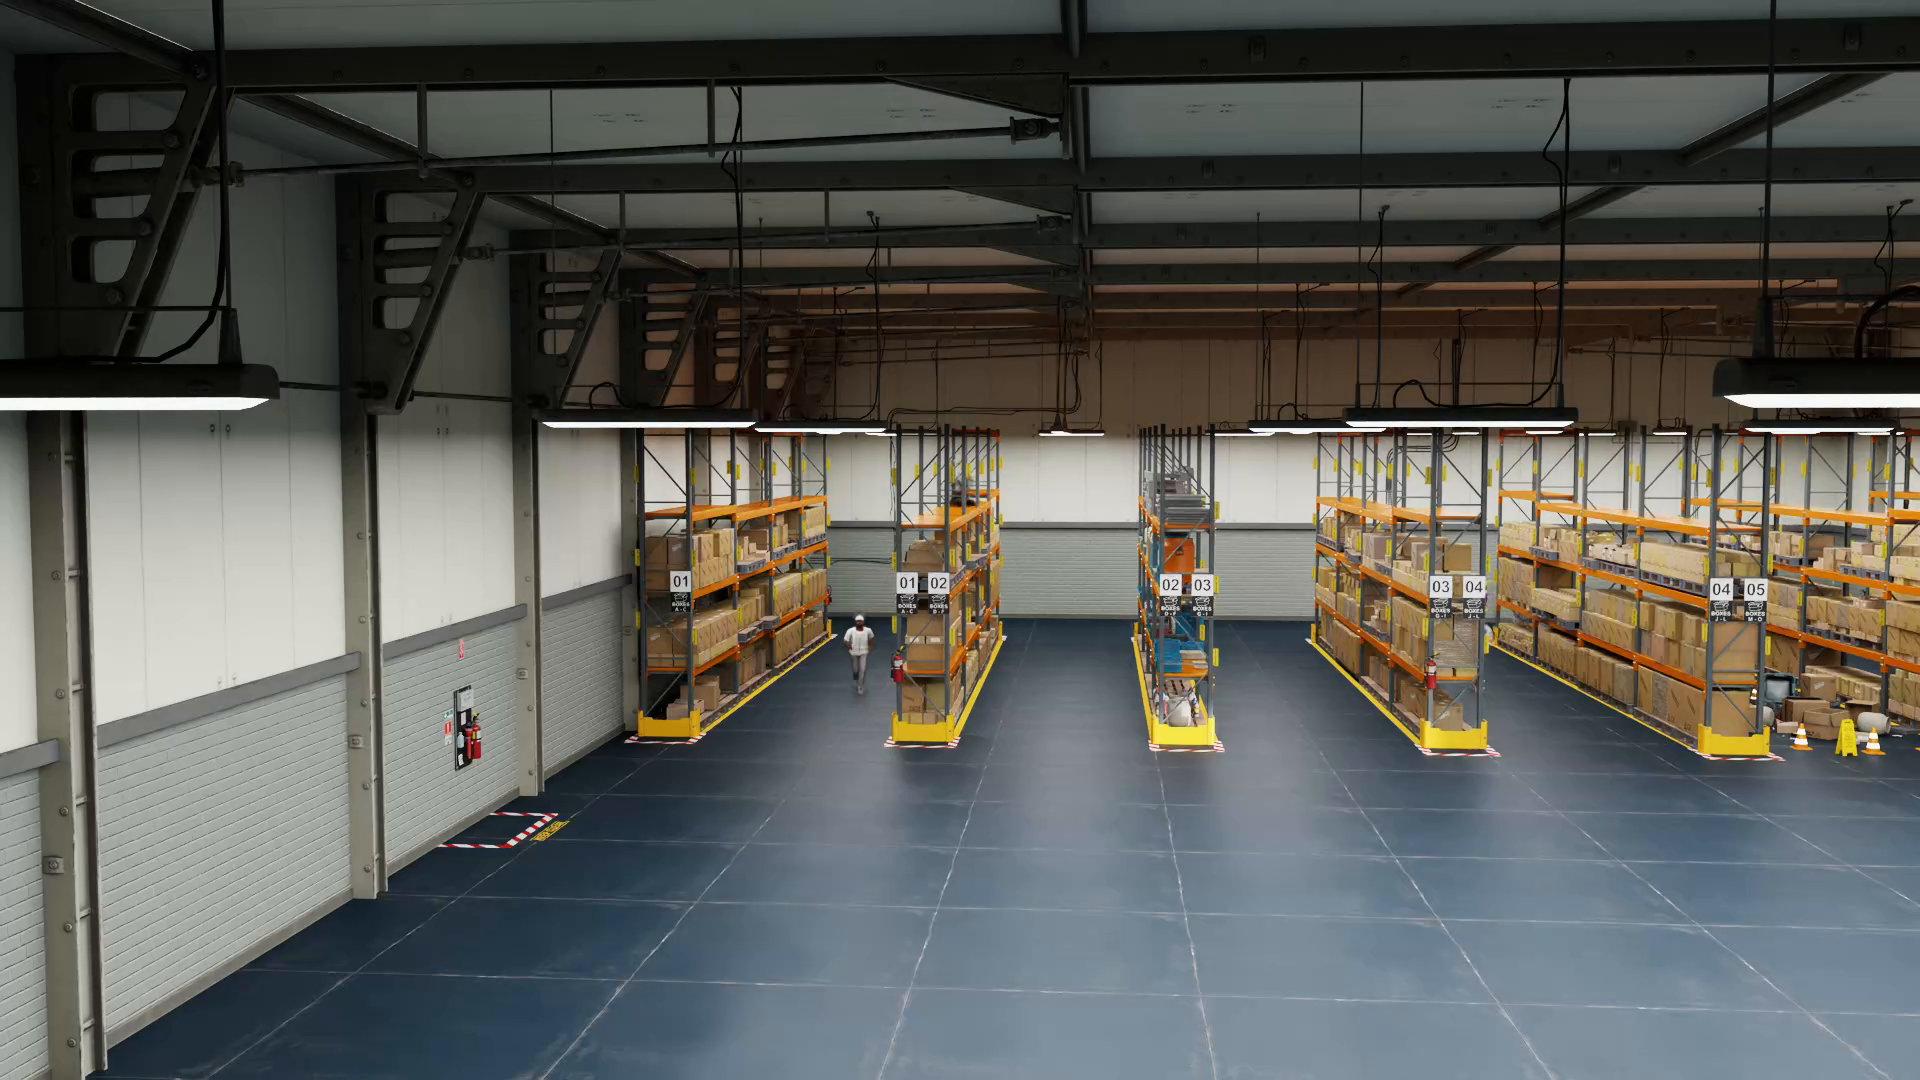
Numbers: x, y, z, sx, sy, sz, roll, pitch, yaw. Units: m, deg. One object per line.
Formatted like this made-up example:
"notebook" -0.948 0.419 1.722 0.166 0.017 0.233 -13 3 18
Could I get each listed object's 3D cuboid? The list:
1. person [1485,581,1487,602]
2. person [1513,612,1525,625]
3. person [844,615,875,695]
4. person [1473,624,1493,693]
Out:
"person" 14.794 1.984 47.592 0.581 1.719 0.802 1 4 11
"person" 15.934 2.019 47.113 0.725 1.664 0.616 0 3 -2
"person" -2.255 2.554 37.317 0.712 1.745 0.897 0 3 -6
"person" 11.756 2.537 37.766 0.634 1.837 0.892 0 3 -1
